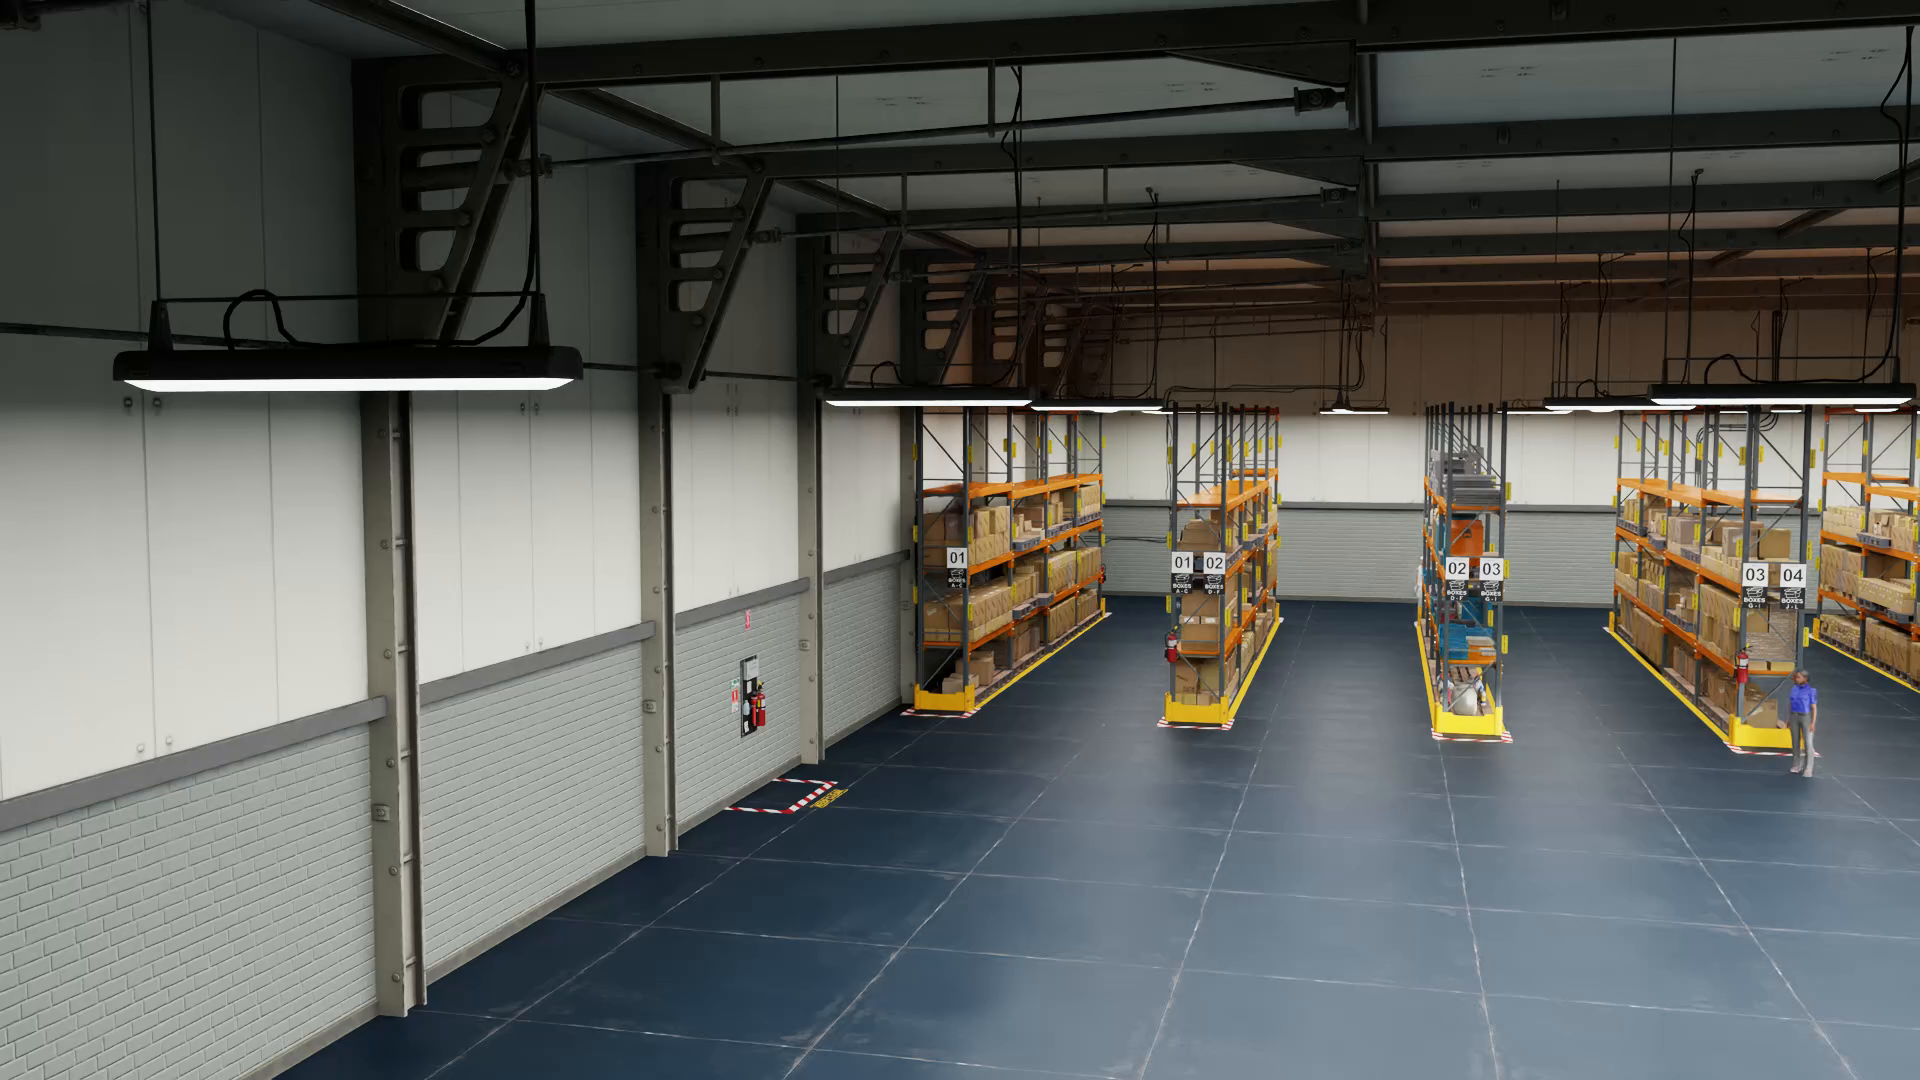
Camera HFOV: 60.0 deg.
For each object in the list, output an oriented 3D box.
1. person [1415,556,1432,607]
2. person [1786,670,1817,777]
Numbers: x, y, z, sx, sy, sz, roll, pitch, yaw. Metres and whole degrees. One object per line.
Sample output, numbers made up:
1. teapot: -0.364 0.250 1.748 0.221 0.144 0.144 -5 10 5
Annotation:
1. person: 13.224 1.347 47.274 0.542 1.794 0.622 1 4 8
2. person: 13.496 2.938 26.724 0.477 1.670 0.423 4 6 45
